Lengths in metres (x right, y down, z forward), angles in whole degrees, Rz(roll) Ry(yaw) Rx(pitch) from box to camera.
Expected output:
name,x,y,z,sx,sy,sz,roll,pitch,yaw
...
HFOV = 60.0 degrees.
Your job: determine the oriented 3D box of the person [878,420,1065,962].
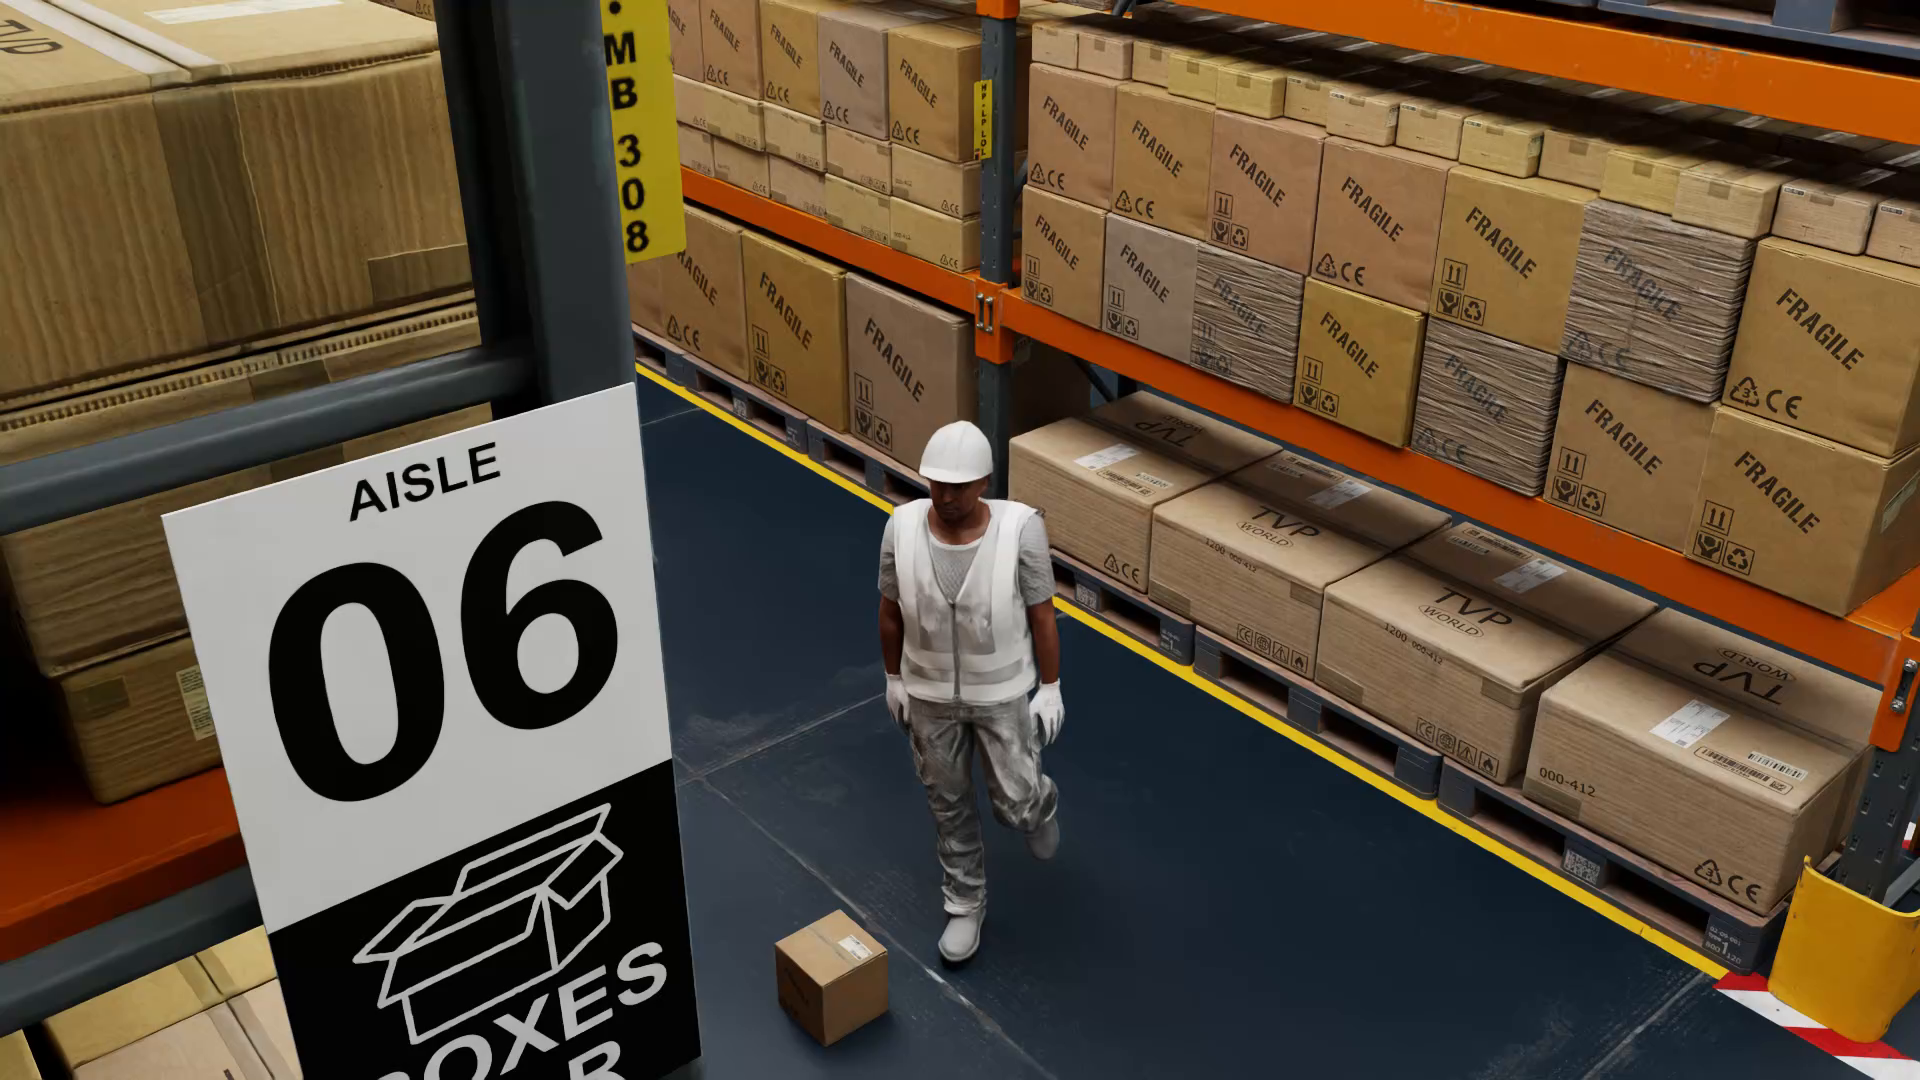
name,x,y,z,sx,sy,sz,roll,pitch,yaw
person,0.035,0.455,5.224,0.604,1.783,0.622,6,28,11
